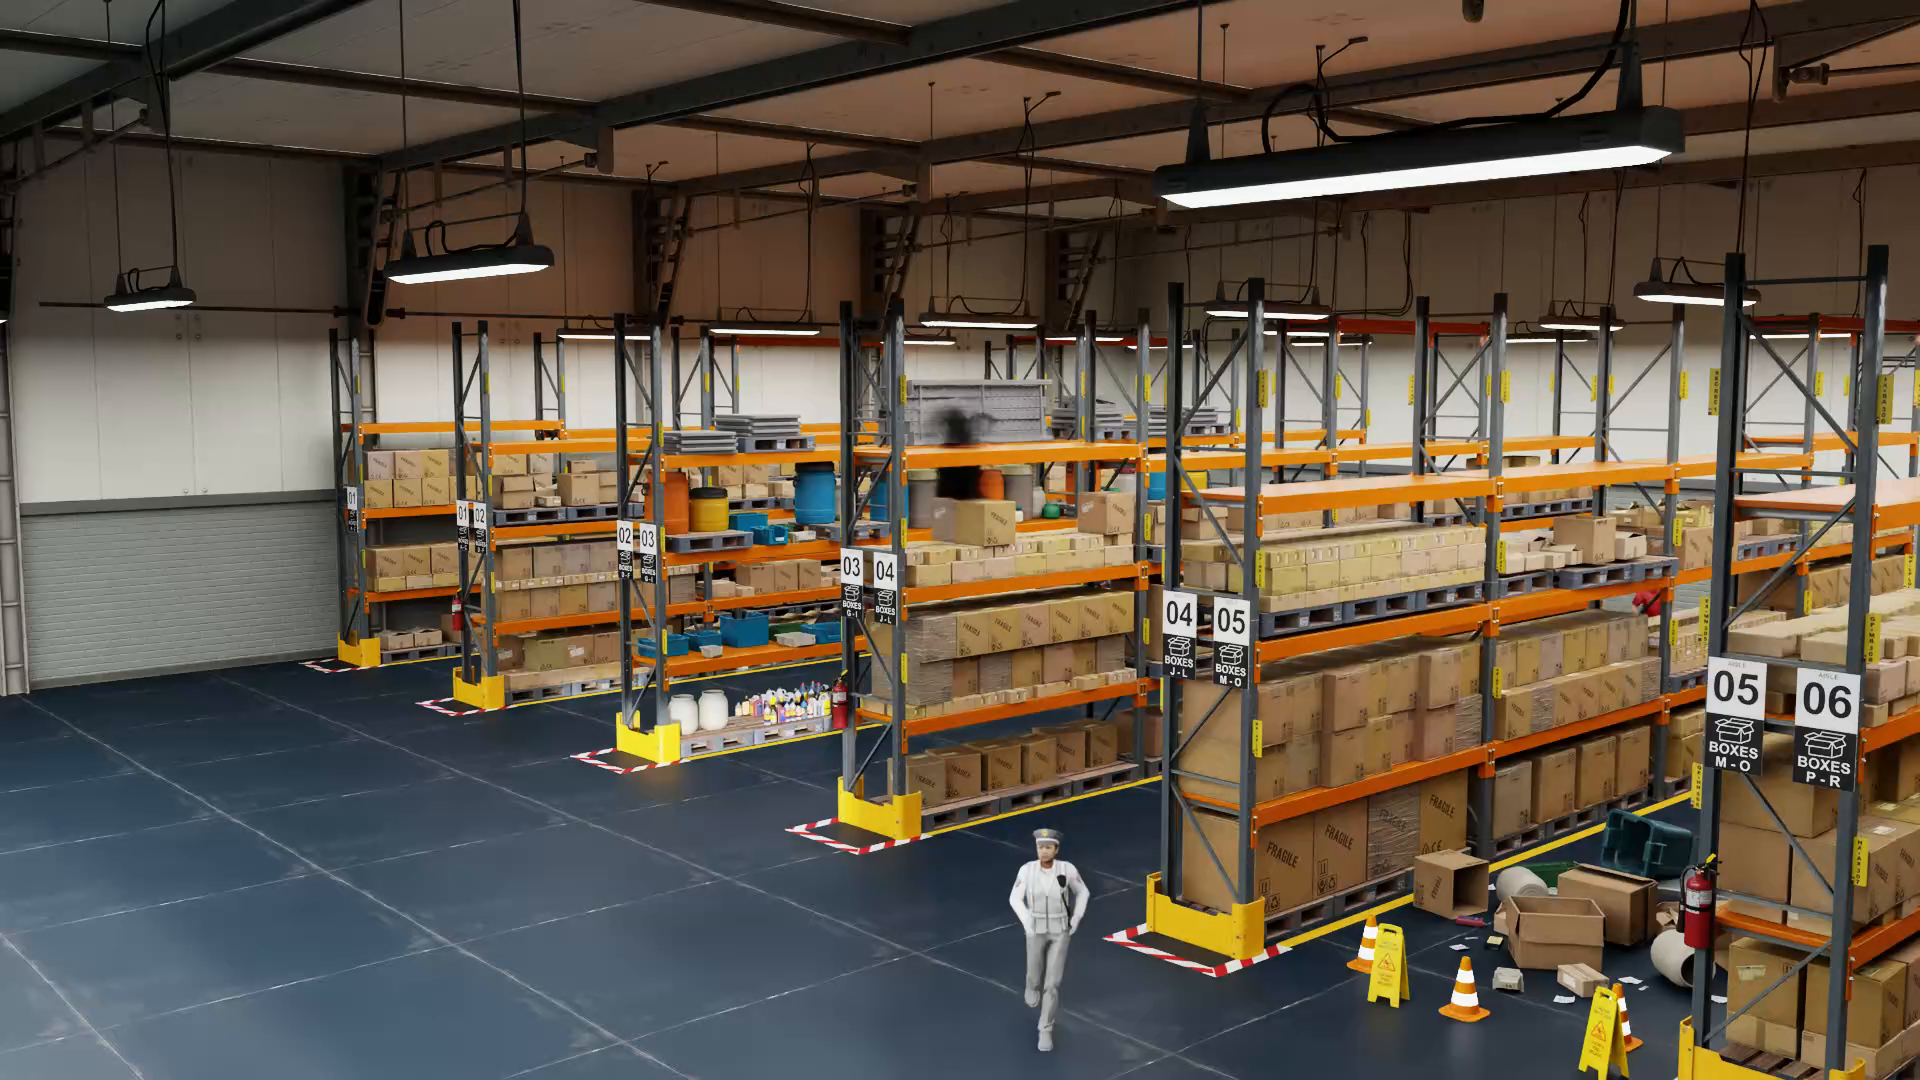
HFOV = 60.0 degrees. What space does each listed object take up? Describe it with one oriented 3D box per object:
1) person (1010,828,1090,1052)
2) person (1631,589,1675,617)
[{"bbox_3d":[0.701,3.059,13.048,0.624,1.694,0.769,1,6,6],"label":"person"},{"bbox_3d":[12.197,1.473,29.093,0.715,1.688,0.578,-1,6,-14],"label":"person"}]
